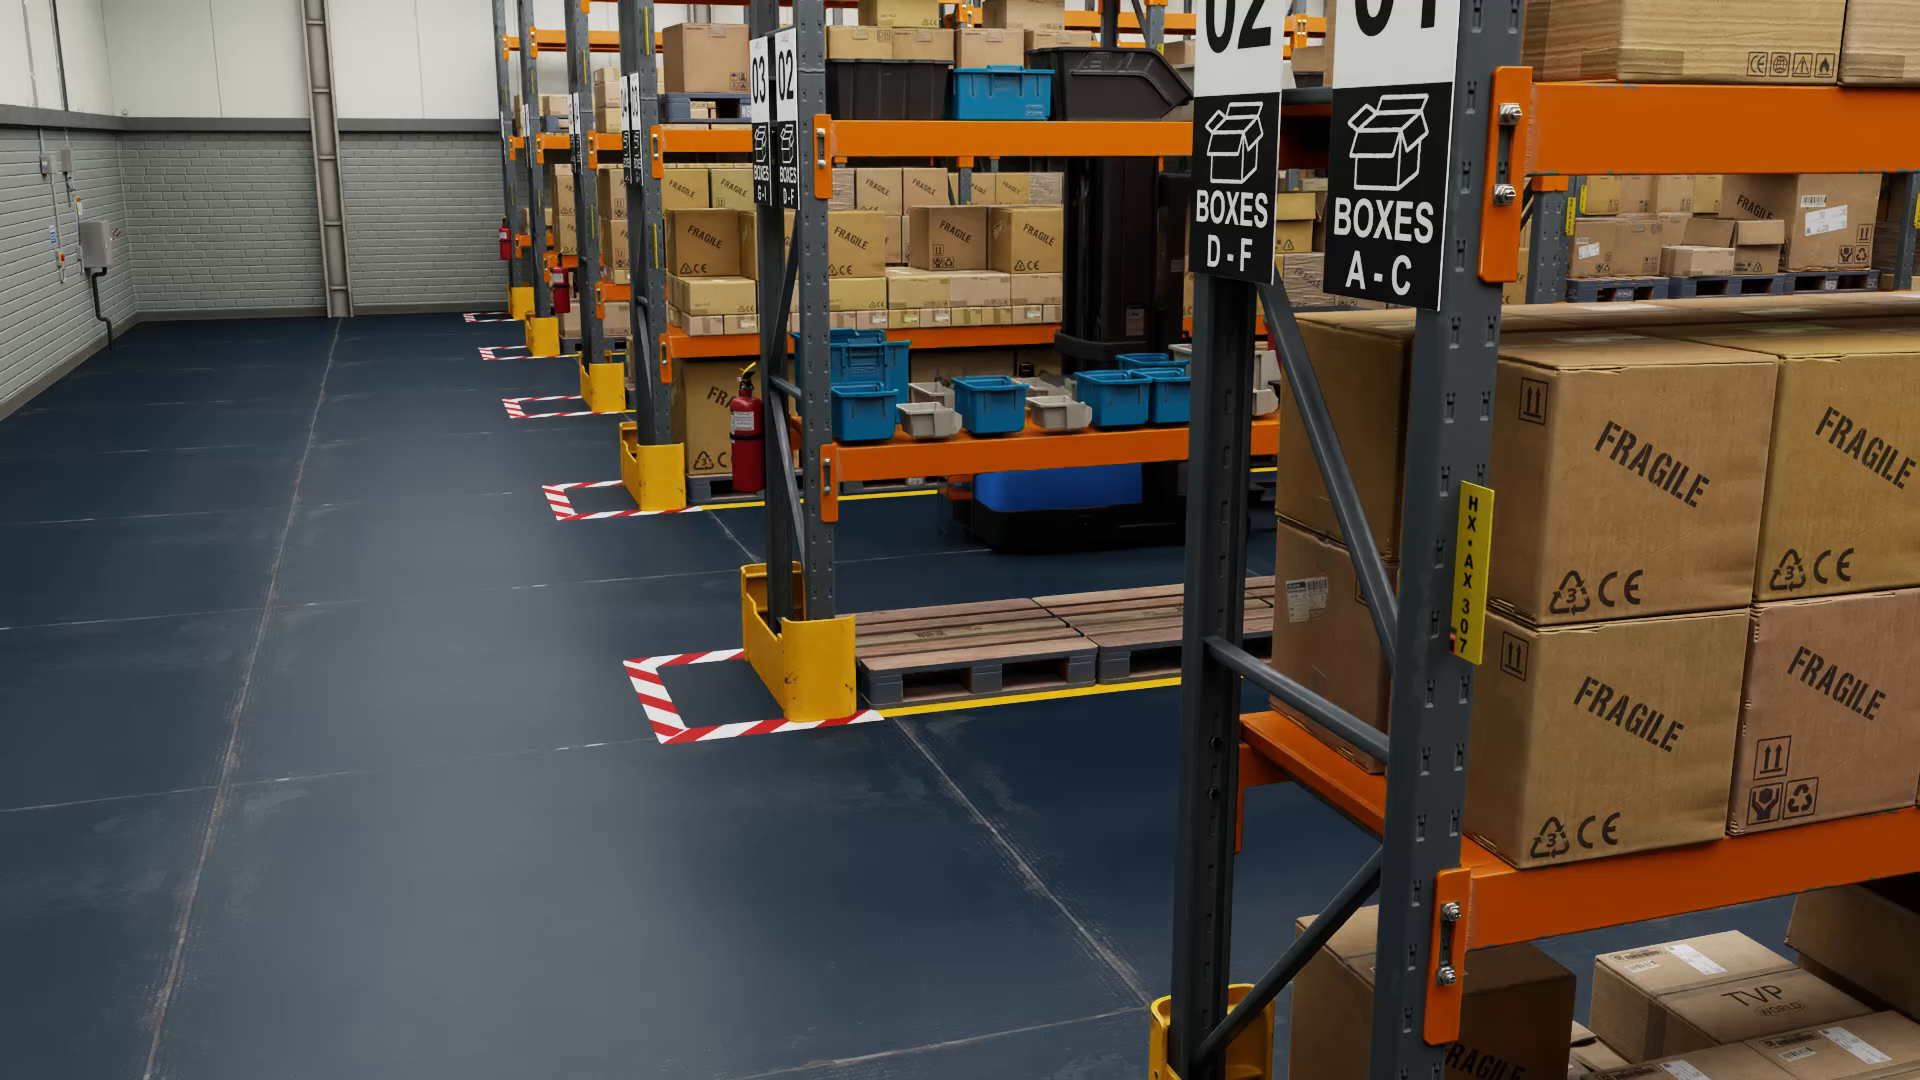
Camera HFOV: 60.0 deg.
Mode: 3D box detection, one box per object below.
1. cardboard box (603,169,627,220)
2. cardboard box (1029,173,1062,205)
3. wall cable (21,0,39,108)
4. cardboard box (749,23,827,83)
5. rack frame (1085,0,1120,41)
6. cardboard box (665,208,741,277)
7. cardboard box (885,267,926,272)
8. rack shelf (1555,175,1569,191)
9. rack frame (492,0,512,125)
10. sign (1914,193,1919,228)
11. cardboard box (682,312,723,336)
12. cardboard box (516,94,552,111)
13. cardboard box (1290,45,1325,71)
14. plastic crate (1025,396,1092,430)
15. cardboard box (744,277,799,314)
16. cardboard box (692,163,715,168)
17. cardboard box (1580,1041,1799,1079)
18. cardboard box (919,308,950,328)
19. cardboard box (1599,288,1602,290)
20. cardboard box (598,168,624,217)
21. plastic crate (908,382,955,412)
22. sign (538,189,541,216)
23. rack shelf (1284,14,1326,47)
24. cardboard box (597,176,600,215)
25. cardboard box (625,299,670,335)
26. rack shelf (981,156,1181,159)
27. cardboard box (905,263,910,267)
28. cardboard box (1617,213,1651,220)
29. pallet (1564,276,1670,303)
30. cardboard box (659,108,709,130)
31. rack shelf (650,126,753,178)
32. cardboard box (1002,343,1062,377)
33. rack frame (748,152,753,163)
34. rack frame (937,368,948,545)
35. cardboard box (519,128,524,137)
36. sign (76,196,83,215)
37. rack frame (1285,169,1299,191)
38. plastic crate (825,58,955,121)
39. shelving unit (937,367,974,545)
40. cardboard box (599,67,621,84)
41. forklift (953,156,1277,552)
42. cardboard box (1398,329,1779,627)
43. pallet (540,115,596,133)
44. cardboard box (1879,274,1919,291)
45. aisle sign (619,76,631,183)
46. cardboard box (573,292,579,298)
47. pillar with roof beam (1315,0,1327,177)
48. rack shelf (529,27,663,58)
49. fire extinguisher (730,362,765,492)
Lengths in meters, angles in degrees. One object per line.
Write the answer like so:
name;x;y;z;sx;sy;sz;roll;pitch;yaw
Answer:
cardboard box;-3.373;-3.561;17.112;0.500;0.500;0.500;-5;14;-18
cardboard box;1.134;-4.975;23.698;0.500;0.500;0.500;-4;14;-17
wall cable;-10.859;-6.421;19.193;0.029;3.000;0.463;-4;14;-18
cardboard box;-1.350;-3.637;12.629;0.500;0.500;0.700;-5;14;-20
rack frame;2.024;-7.493;23.700;0.127;3.000;1.000;-4;14;-18
cardboard box;-2.019;-2.341;13.064;0.500;0.500;0.500;-4;14;-17
cardboard box;-0.567;-2.091;13.632;0.500;0.250;0.500;-4;14;-18
rack shelf;4.869;-2.277;9.805;4.000;0.370;1.077;-4;14;-18
rack frame;-7.144;-7.991;25.793;0.127;3.000;1.000;-4;14;-18
sign;9.157;-3.138;15.853;0.005;0.325;0.100;-4;14;-18
cardboard box;-1.955;-1.643;12.609;0.250;0.149;0.380;-4;14;-17
cardboard box;-6.644;-6.825;25.971;0.500;0.250;0.500;-5;14;-19
cardboard box;3.256;-3.960;14.195;0.637;0.503;0.797;-5;14;-19
plastic crate;0.495;-0.627;8.237;0.298;0.136;0.250;-4;14;-18
cardboard box;-1.366;-1.899;12.824;0.500;0.250;0.500;-5;14;-19
cardboard box;-3.417;-4.936;22.133;0.250;0.149;0.380;-4;14;-18
cardboard box;1.838;1.471;3.968;0.500;0.250;0.500;-4;14;-18
cardboard box;-0.250;-1.776;13.170;0.250;0.149;0.380;-4;14;-17
cardboard box;8.108;-2.994;21.430;0.875;0.875;0.875;-4;14;-17
cardboard box;-3.529;-3.674;17.588;0.500;0.500;0.500;-5;14;-19
plastic crate;-0.102;-0.725;8.651;0.243;0.136;0.396;-4;14;-18
sign;-5.387;-4.322;21.289;0.005;0.325;0.100;-4;14;-18
rack shelf;5.594;-6.018;19.917;4.000;0.370;1.077;-4;14;-18
cardboard box;-4.525;-4.532;21.837;0.500;0.500;0.500;-5;14;-20
cardboard box;-4.099;-3.082;22.748;0.875;0.438;0.875;-4;14;-17
rack shelf;2.333;-6.920;29.326;4.000;0.370;1.077;-4;14;-18
cardboard box;-0.498;-2.964;18.164;0.250;0.149;0.380;-5;14;-20
cardboard box;8.350;-3.940;21.402;0.550;0.550;0.875;-4;14;-18
pallet;5.826;-2.384;15.598;1.003;0.211;1.213;-4;14;-18
cardboard box;-2.876;-4.308;17.112;0.500;0.250;0.500;-4;14;-16
rack shelf;-0.502;-3.068;13.131;4.000;0.370;1.077;-4;14;-18
cardboard box;0.743;-1.246;14.081;0.875;0.875;0.875;-4;14;-18
rack frame;-3.353;-5.368;27.728;0.127;3.000;1.000;-4;14;-18
rack frame;-0.120;-0.576;11.471;0.006;1.200;0.240;-4;14;-17
cardboard box;-6.768;-6.382;26.054;0.250;0.149;0.380;-4;14;-17
sign;-11.605;-4.409;21.912;0.001;0.242;0.339;-4;14;-18
rack frame;3.699;-3.497;19.861;0.127;3.000;1.000;-4;14;-18
plastic crate;-0.364;-2.088;7.738;0.590;0.269;0.497;-4;14;-18
shelving unit;-0.033;-0.582;11.497;0.189;1.200;0.258;-4;14;-17
cardboard box;-3.504;-4.704;16.835;0.250;0.149;0.380;-5;14;-19
forklift;1.524;-1.523;11.710;3.031;2.935;1.130;-4;14;-17
cardboard box;1.263;-0.148;3.406;0.500;0.500;0.500;-4;14;-16
pallet;-4.858;-5.458;21.815;1.213;0.211;1.003;-4;14;-18
cardboard box;9.276;-2.524;16.316;0.250;0.149;0.380;-4;14;-18
aisle sign;-2.561;-3.136;12.727;0.004;0.787;0.394;-4;14;-18
cardboard box;-6.119;-3.937;26.967;0.250;0.149;0.380;-5;14;-20
pillar with roof beam;8.446;-8.374;27.403;0.400;9.000;9.100;-4;14;-18
rack shelf;-3.662;-6.506;21.967;4.000;0.370;1.077;-4;14;-18
fire extinguisher;-1.105;-0.594;8.631;0.183;0.674;0.296;-4;14;-18
